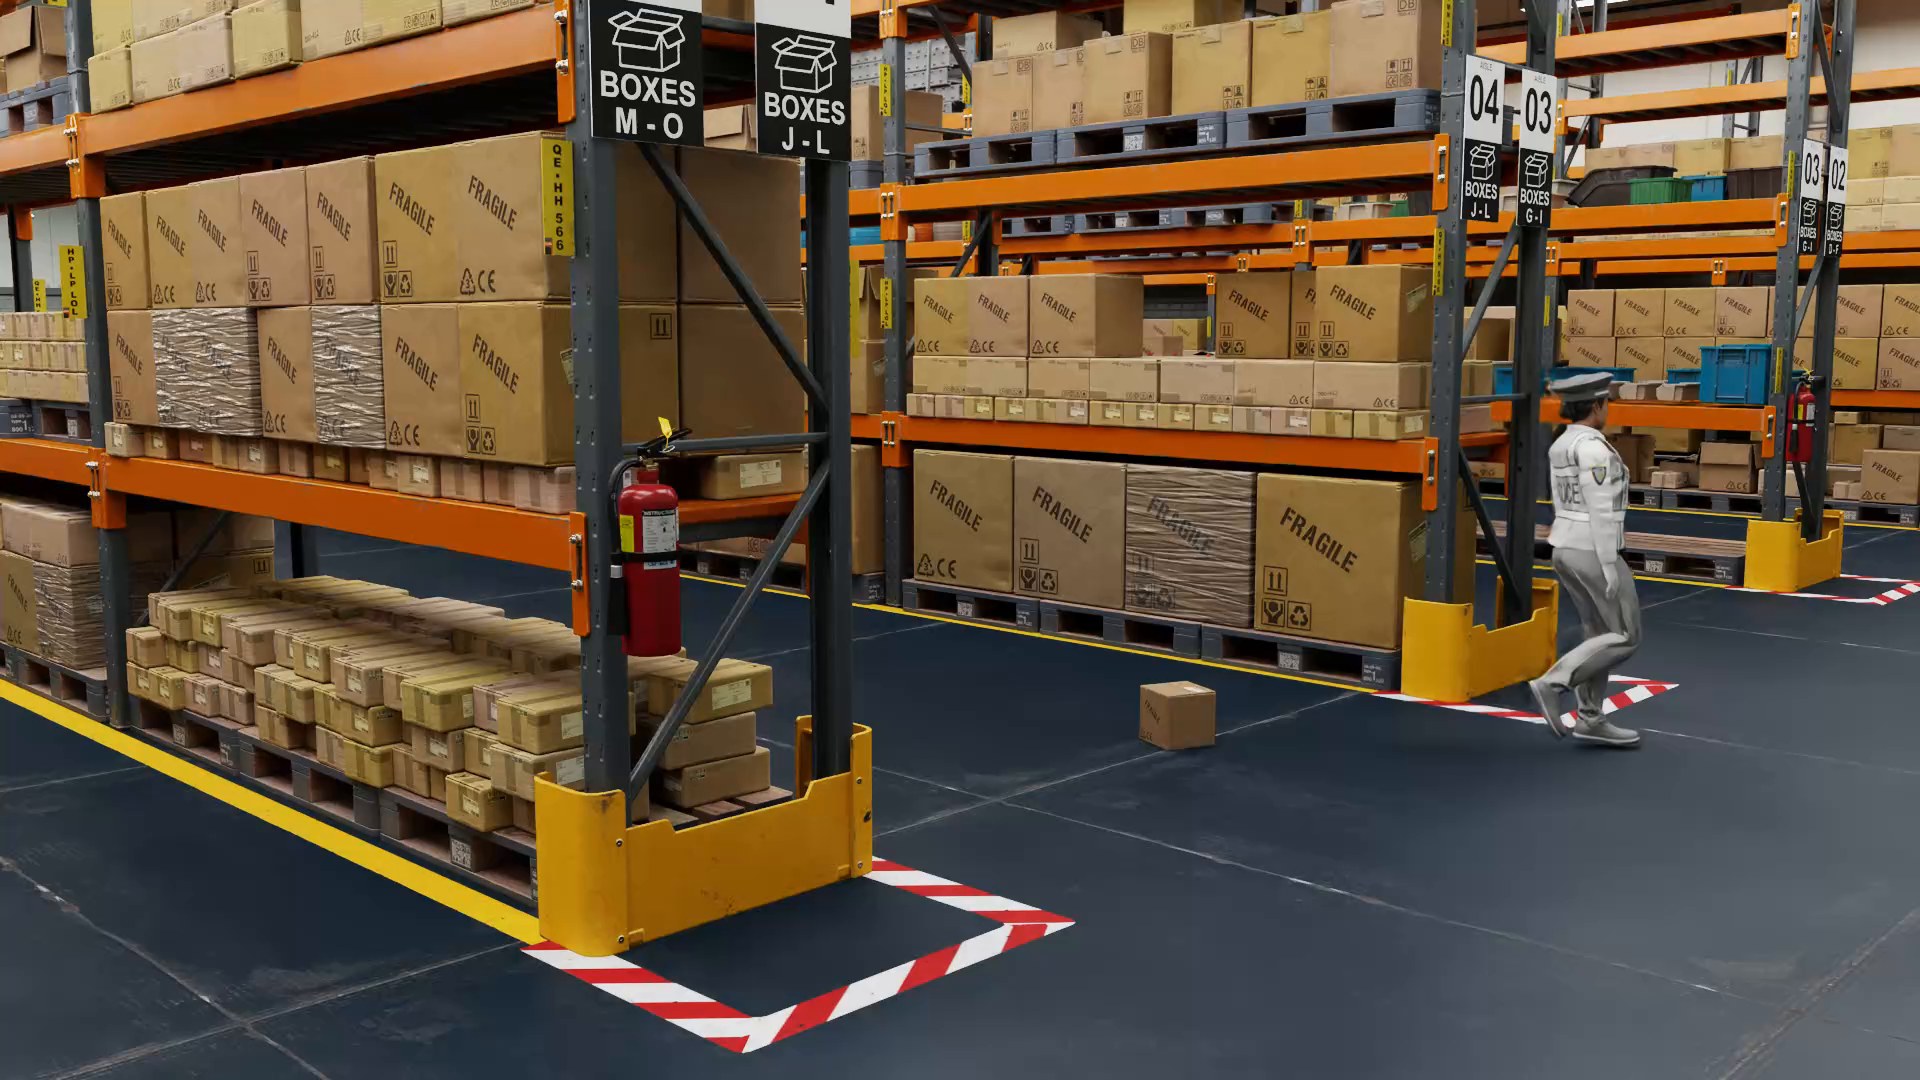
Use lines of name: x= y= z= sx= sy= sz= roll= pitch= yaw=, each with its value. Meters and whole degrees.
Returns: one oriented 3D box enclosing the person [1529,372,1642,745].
person: x=2.786 y=0.082 z=7.441 sx=0.534 sy=1.658 sz=0.518 roll=0 pitch=7 yaw=1
